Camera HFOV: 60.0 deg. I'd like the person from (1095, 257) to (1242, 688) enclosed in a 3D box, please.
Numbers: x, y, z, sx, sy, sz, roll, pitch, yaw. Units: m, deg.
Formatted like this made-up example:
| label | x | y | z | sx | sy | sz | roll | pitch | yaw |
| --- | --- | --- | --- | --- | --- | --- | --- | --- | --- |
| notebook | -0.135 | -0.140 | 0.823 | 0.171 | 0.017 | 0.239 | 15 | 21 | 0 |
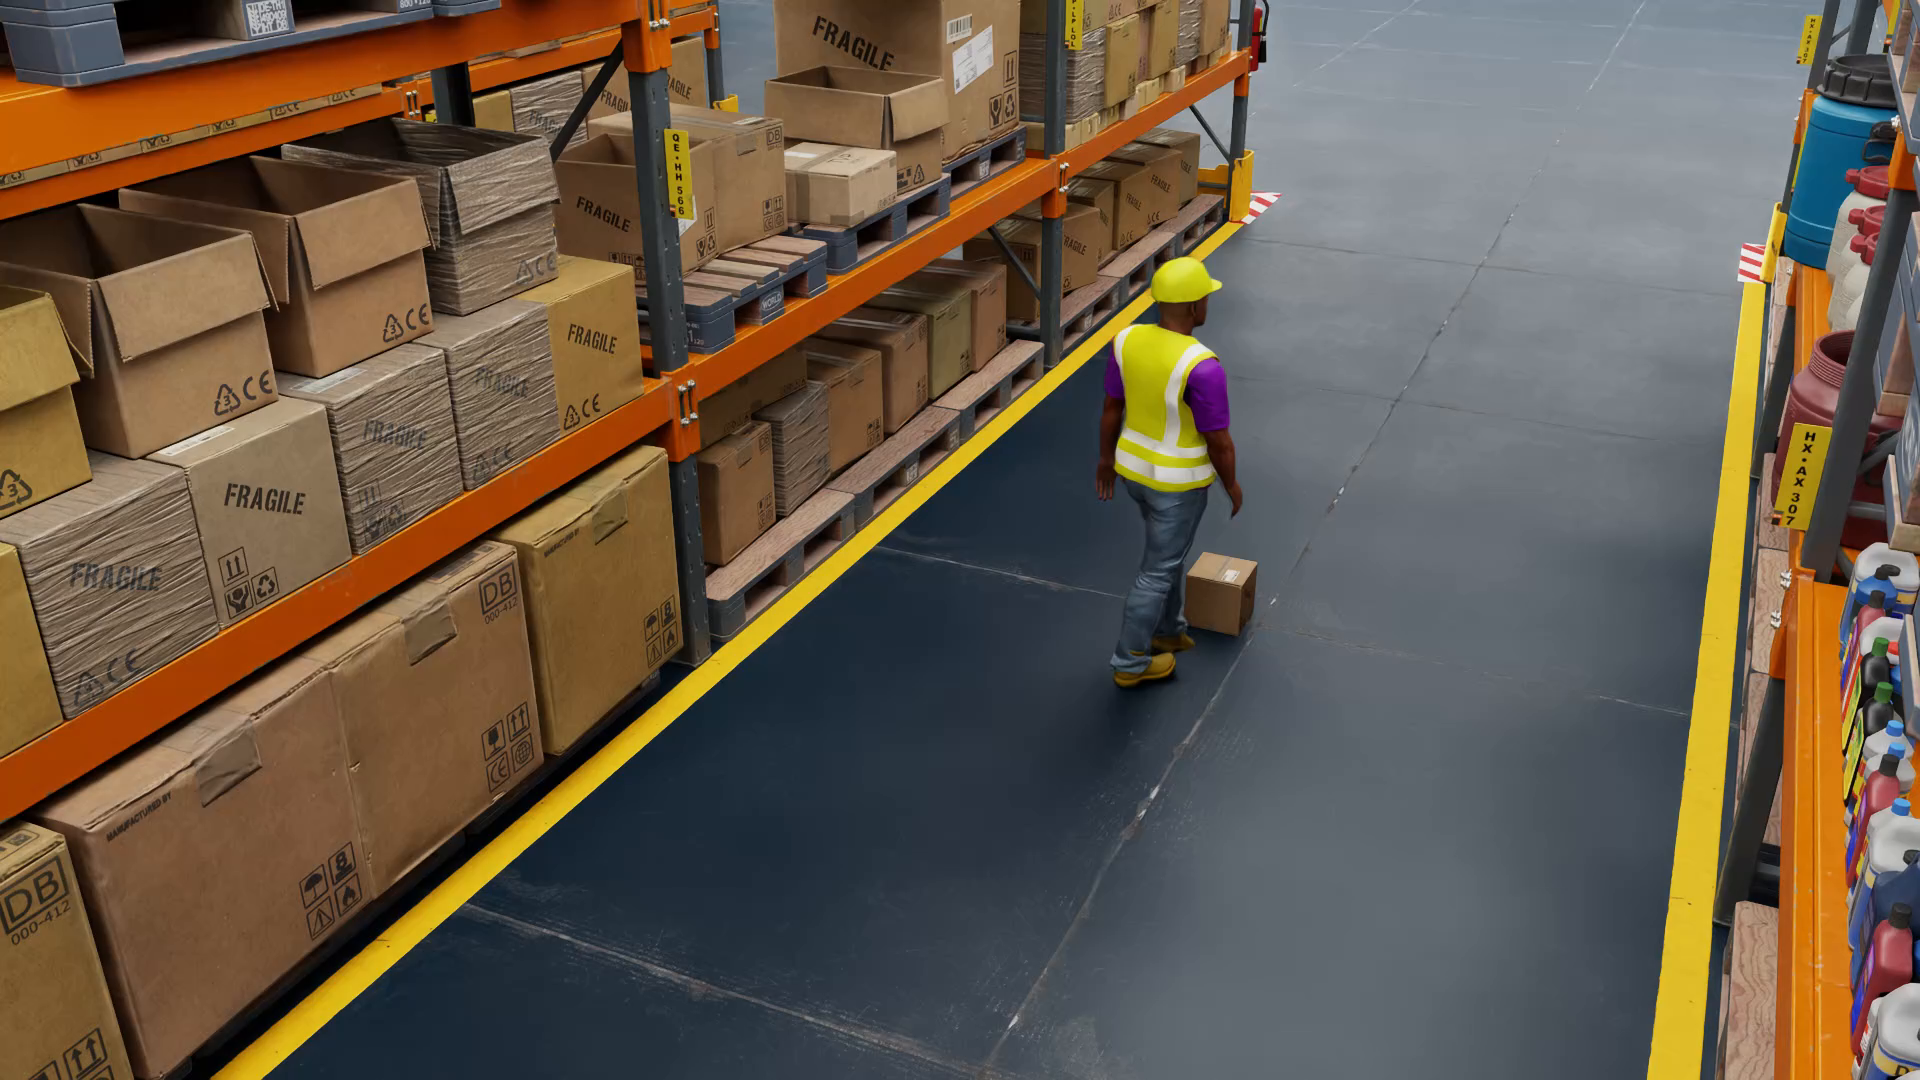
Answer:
| label | x | y | z | sx | sy | sz | roll | pitch | yaw |
| --- | --- | --- | --- | --- | --- | --- | --- | --- | --- |
| person | 0.849 | -0.235 | 6.616 | 0.602 | 1.828 | 0.596 | -17 | 31 | -30 |
